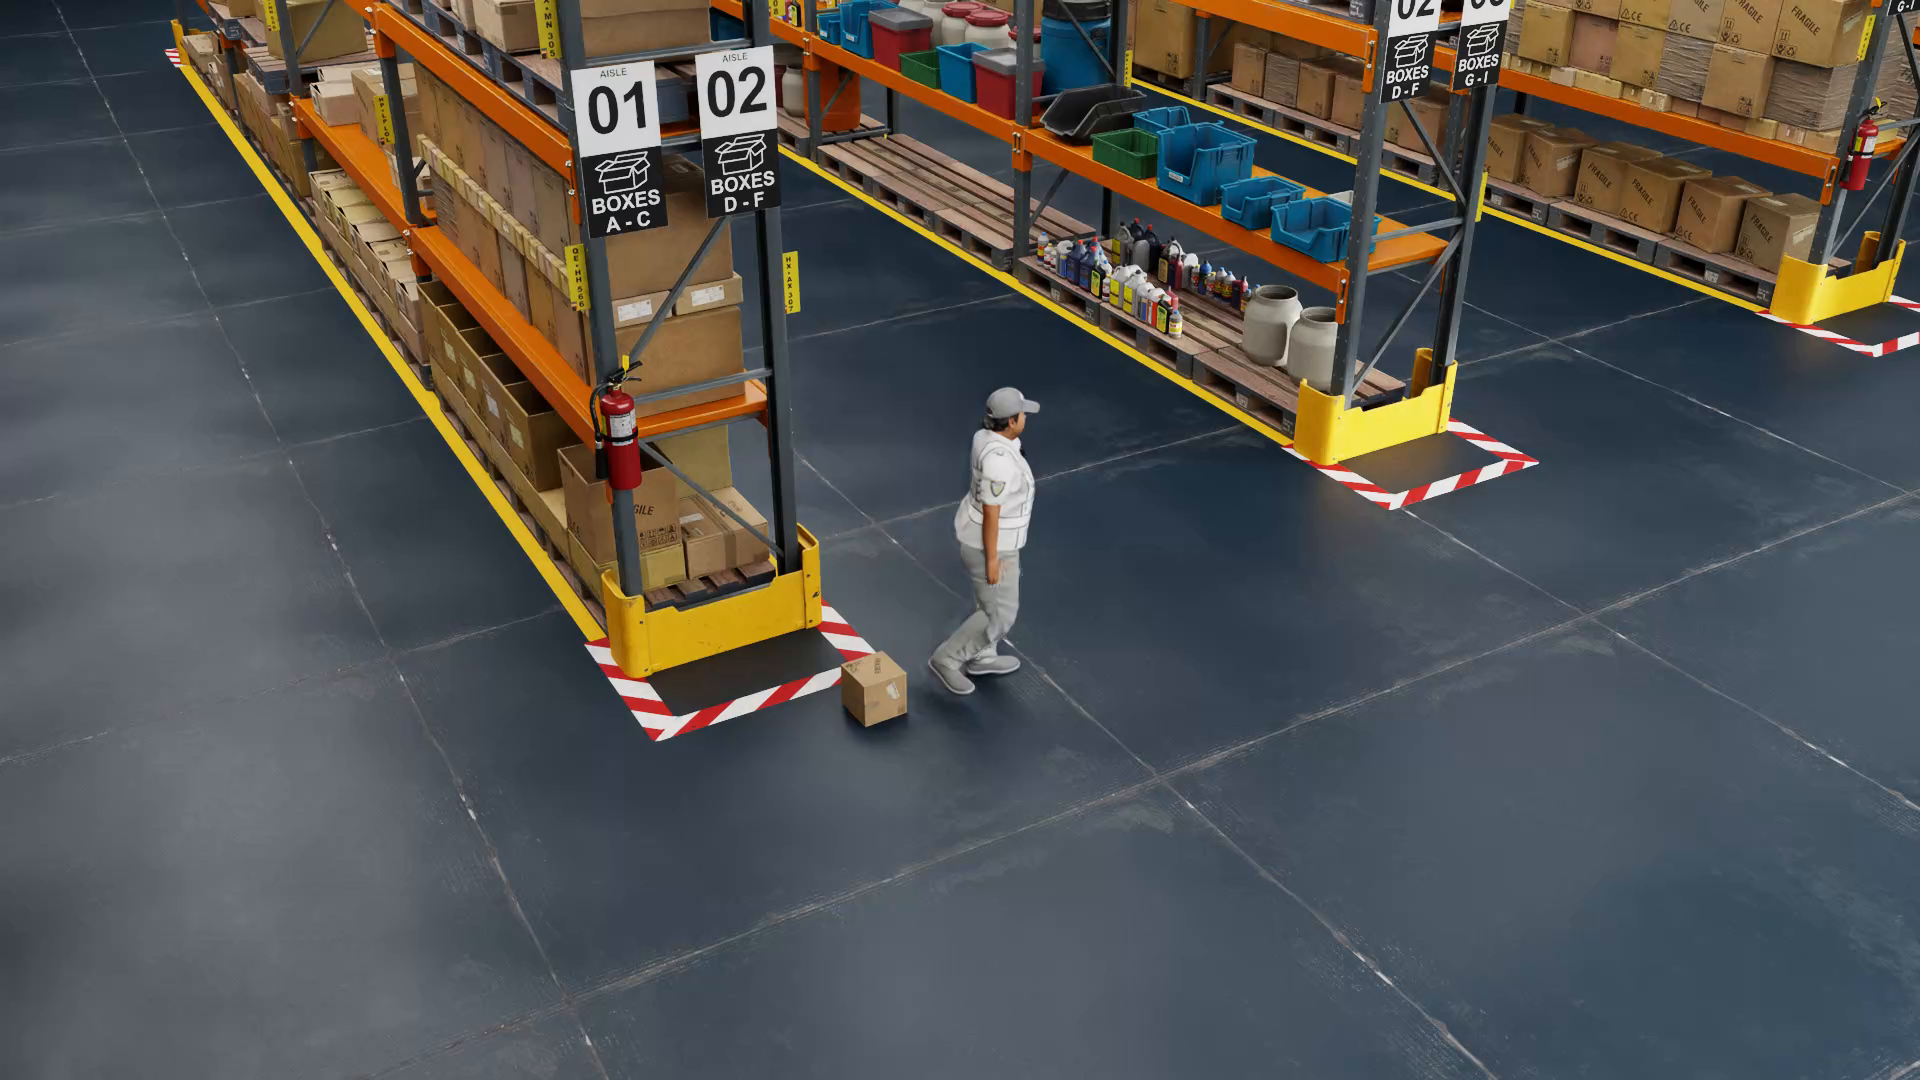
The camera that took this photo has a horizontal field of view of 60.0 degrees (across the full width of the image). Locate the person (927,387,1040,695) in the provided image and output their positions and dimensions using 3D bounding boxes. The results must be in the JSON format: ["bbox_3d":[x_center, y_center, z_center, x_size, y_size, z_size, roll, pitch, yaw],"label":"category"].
[{"bbox_3d":[0.126,0.013,8.531,0.562,1.652,0.554,-2,29,-4],"label":"person"}]
